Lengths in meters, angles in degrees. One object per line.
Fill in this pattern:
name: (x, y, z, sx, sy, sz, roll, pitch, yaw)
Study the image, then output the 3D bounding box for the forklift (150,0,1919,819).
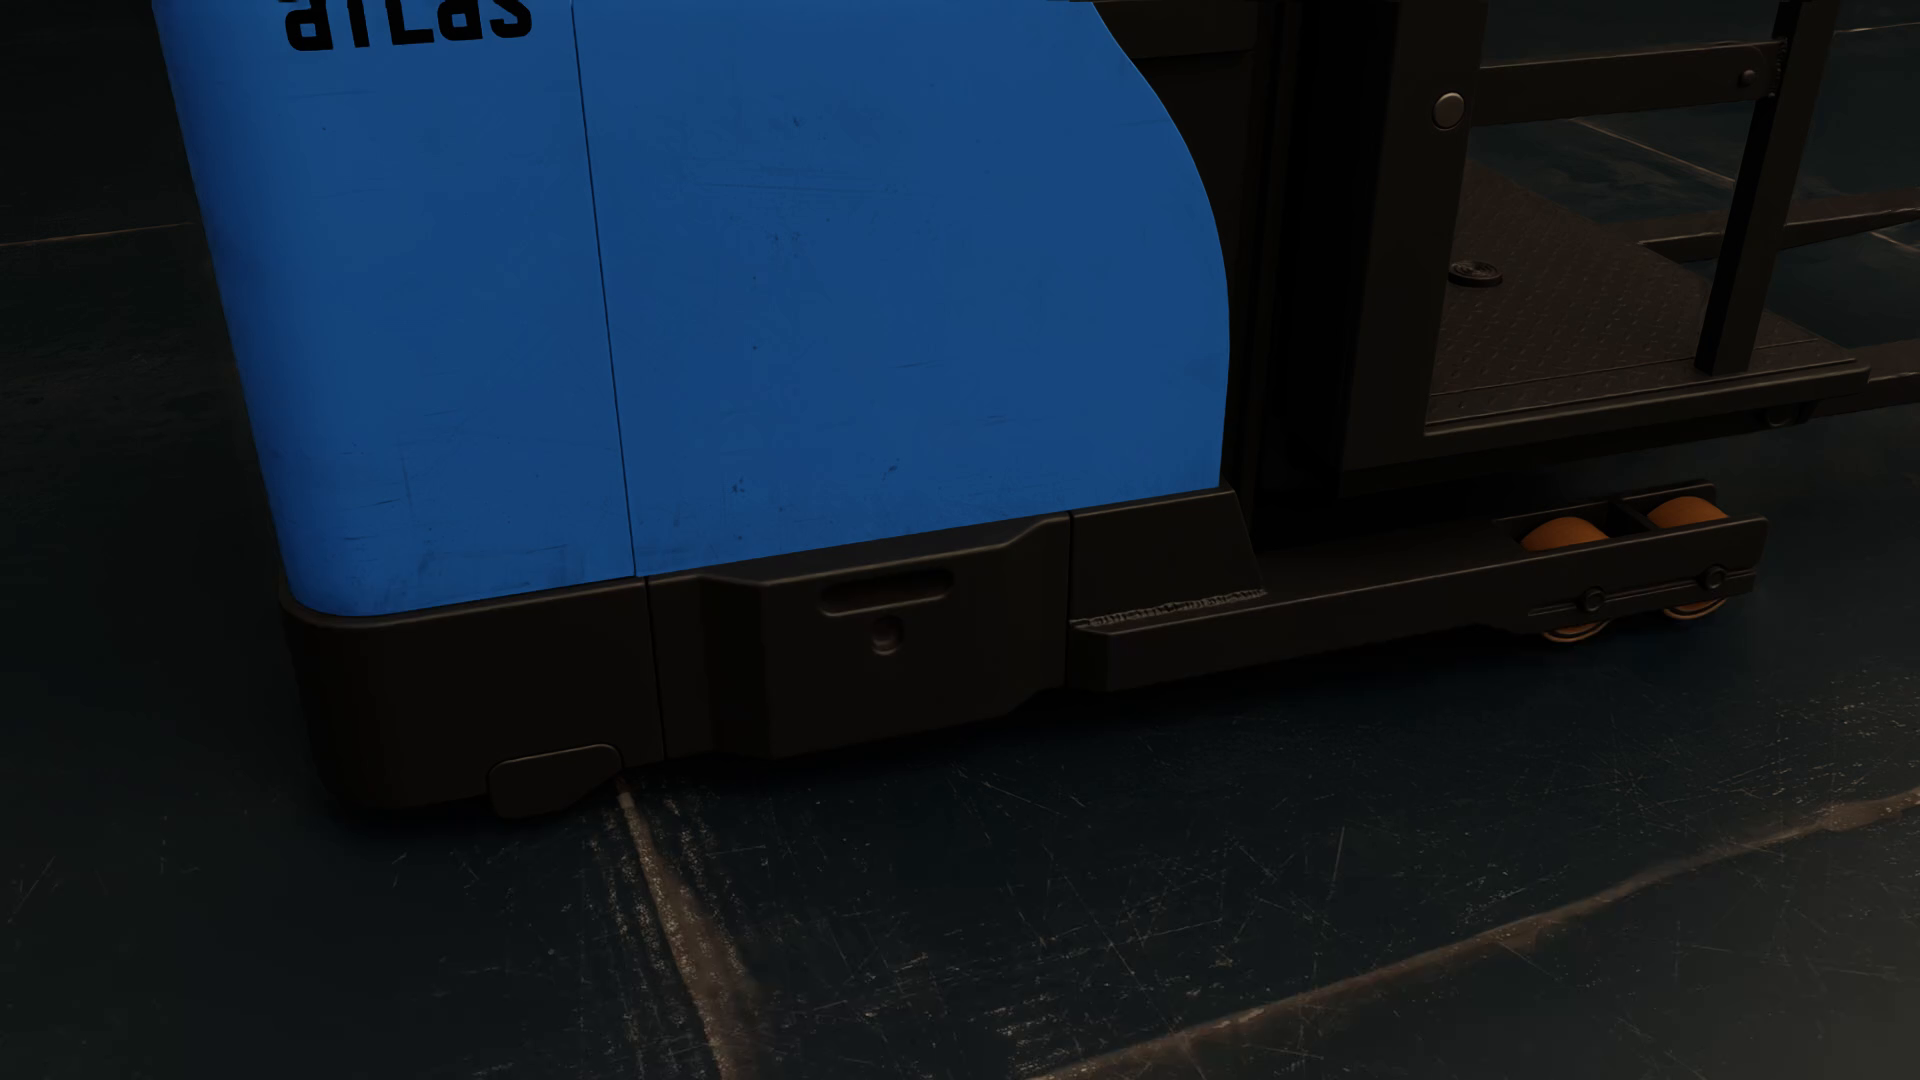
forklift: (0.586, -1.374, 1.952, 3.031, 2.935, 1.130, -9, 31, -15)
